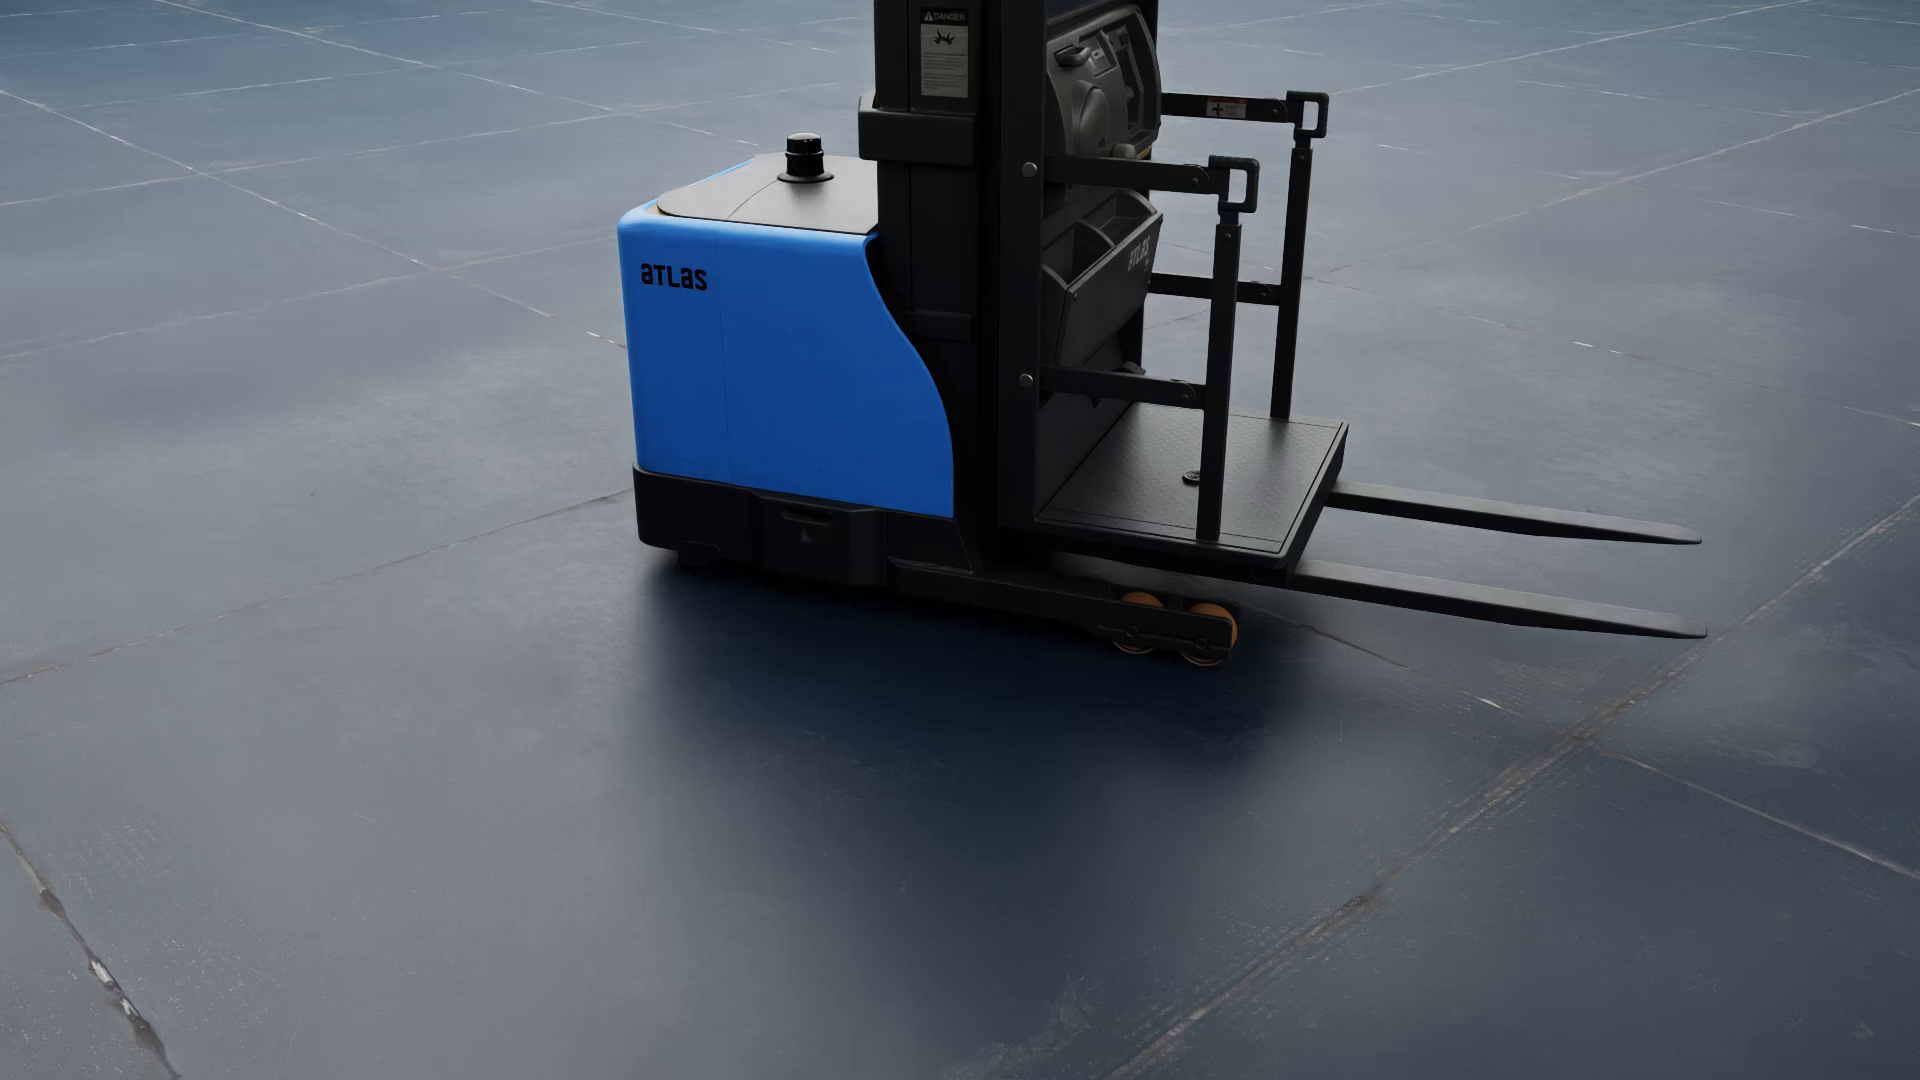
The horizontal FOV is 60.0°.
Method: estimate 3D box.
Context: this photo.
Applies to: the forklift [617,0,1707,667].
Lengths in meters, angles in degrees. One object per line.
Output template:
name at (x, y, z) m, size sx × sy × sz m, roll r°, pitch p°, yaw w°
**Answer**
forklift at (0.583, -1.241, 4.439) m, size 3.031 × 2.935 × 1.130 m, roll 9°, pitch 26°, yaw 19°
